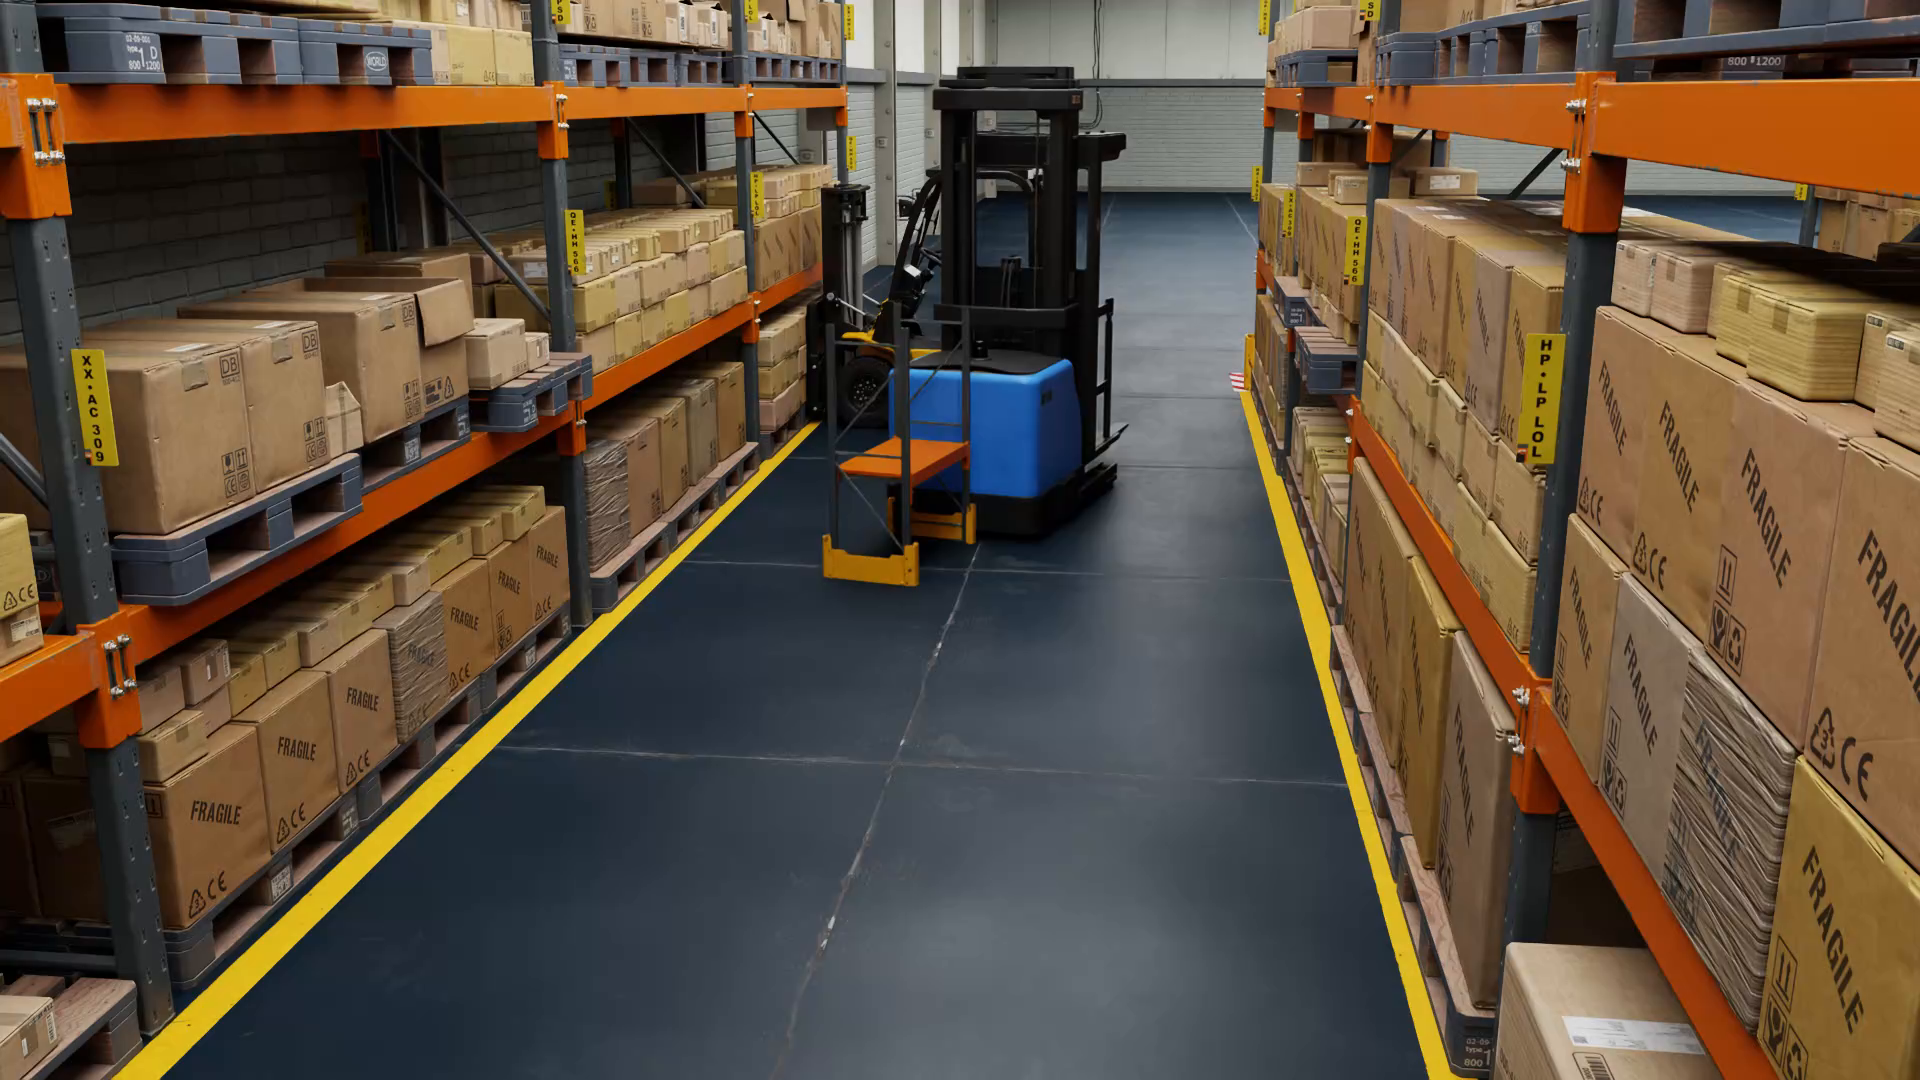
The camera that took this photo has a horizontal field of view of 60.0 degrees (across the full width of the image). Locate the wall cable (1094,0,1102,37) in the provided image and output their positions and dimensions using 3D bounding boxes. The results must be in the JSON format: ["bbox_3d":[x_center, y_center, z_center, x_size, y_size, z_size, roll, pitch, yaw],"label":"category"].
[{"bbox_3d":[5.158,-15.181,45.839,3.097,2.526,0.112,2,15,6],"label":"wall cable"}]

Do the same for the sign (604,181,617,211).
[{"bbox_3d":[-2.590,-2.509,12.383,0.100,0.325,0.005,2,15,6],"label":"sign"}]

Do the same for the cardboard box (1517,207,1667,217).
[{"bbox_3d":[2.594,-1.110,6.913,0.500,0.500,0.500,2,15,7],"label":"cardboard box"}]

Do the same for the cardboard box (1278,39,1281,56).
[{"bbox_3d":[2.924,-4.060,13.902,0.500,0.250,0.500,2,15,8],"label":"cardboard box"}]

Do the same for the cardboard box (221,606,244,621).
[{"bbox_3d":[-3.083,0.288,6.591,0.380,0.149,0.250,2,15,7],"label":"cardboard box"}]

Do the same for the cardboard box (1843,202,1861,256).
[{"bbox_3d":[8.238,-2.641,14.394,0.875,0.550,0.550,2,15,6],"label":"cardboard box"}]

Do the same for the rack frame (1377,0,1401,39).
[{"bbox_3d":[2.442,-3.750,7.290,1.000,3.000,0.127,2,15,6],"label":"rack frame"}]

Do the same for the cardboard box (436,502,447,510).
[{"bbox_3d":[-2.816,0.106,8.508,0.500,0.500,0.500,2,15,8],"label":"cardboard box"}]

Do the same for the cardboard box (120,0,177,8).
[{"bbox_3d":[-2.914,-1.891,5.647,0.380,0.149,0.250,1,15,5],"label":"cardboard box"}]

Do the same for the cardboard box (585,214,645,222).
[{"bbox_3d":[-2.403,-2.180,11.545,0.380,0.149,0.250,2,15,6],"label":"cardboard box"}]

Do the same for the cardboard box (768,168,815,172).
[{"bbox_3d":[-1.520,-3.284,15.056,0.380,0.149,0.250,2,15,7],"label":"cardboard box"}]

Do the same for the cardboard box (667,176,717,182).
[{"bbox_3d":[-2.201,-2.900,13.635,0.380,0.149,0.250,1,15,5],"label":"cardboard box"}]

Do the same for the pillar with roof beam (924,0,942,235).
[{"bbox_3d":[3.747,-10.358,31.727,9.100,9.000,0.400,2,15,6],"label":"pillar with roof beam"}]

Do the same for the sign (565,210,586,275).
[{"bbox_3d":[-1.950,-1.506,8.420,0.100,0.325,0.005,2,15,6],"label":"sign"}]

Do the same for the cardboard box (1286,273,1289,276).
[{"bbox_3d":[2.649,-1.927,12.525,0.380,0.149,0.250,2,15,8],"label":"cardboard box"}]

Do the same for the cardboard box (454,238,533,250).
[{"bbox_3d":[-2.688,-1.653,9.595,0.380,0.149,0.250,1,15,5],"label":"cardboard box"}]

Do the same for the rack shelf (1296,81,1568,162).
[{"bbox_3d":[2.668,-2.473,9.694,1.077,0.370,4.000,2,15,6],"label":"rack shelf"}]

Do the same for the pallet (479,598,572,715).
[{"bbox_3d":[-2.612,0.539,8.263,1.003,0.211,1.213,2,15,6],"label":"pallet"}]

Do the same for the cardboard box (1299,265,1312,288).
[{"bbox_3d":[2.481,-1.774,11.154,0.380,0.149,0.250,2,15,7],"label":"cardboard box"}]

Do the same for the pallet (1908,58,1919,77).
[{"bbox_3d":[8.067,-3.704,13.039,1.003,0.211,1.213,2,15,6],"label":"pallet"}]

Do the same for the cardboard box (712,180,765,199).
[{"bbox_3d":[-1.748,-2.752,13.090,0.380,0.149,0.250,1,15,5],"label":"cardboard box"}]

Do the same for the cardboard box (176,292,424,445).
[{"bbox_3d":[-2.517,-0.669,6.395,0.700,0.500,0.500,2,15,6],"label":"cardboard box"}]

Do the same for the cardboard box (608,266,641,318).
[{"bbox_3d":[-2.139,-1.406,9.444,0.500,0.250,0.500,2,15,8],"label":"cardboard box"}]

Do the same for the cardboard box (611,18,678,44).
[{"bbox_3d":[-1.948,-3.120,10.193,0.380,0.149,0.250,2,15,6],"label":"cardboard box"}]

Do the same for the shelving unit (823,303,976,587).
[{"bbox_3d":[-0.353,-0.606,10.030,0.587,1.500,1.083,5,16,19],"label":"shelving unit"}]

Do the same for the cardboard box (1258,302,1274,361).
[{"bbox_3d":[2.923,-1.823,14.685,0.500,0.500,0.500,1,15,4],"label":"cardboard box"}]

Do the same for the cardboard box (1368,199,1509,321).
[{"bbox_3d":[2.144,-1.264,7.484,0.500,0.500,0.500,1,15,4],"label":"cardboard box"}]

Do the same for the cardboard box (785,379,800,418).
[{"bbox_3d":[-1.613,-1.160,13.668,0.500,0.250,0.500,1,15,5],"label":"cardboard box"}]

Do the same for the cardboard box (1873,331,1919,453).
[{"bbox_3d":[1.507,-0.192,2.275,0.380,0.149,0.250,2,15,6],"label":"cardboard box"}]

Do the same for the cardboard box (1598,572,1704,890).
[{"bbox_3d":[1.617,0.380,3.320,0.500,0.500,0.500,2,15,7],"label":"cardboard box"}]

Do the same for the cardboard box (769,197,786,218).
[{"bbox_3d":[-1.610,-2.670,13.357,0.380,0.149,0.250,2,15,7],"label":"cardboard box"}]

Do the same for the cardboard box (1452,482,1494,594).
[{"bbox_3d":[1.850,0.000,5.203,0.500,0.250,0.500,1,15,5],"label":"cardboard box"}]

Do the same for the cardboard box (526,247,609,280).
[{"bbox_3d":[-2.132,-1.504,9.043,0.380,0.149,0.250,2,15,7],"label":"cardboard box"}]

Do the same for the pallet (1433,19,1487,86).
[{"bbox_3d":[2.299,-1.752,6.010,1.003,0.211,1.213,2,15,9],"label":"pallet"}]

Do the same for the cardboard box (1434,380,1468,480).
[{"bbox_3d":[1.901,-0.371,5.618,0.500,0.250,0.500,2,15,8],"label":"cardboard box"}]

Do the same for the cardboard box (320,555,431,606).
[{"bbox_3d":[-2.471,0.170,7.027,0.380,0.149,0.250,1,15,4],"label":"cardboard box"}]

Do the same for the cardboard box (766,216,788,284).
[{"bbox_3d":[-1.687,-2.328,13.333,0.500,0.500,0.500,2,15,7],"label":"cardboard box"}]

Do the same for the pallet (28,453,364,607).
[{"bbox_3d":[-2.743,-0.073,5.554,1.003,0.211,1.213,2,15,6],"label":"pallet"}]

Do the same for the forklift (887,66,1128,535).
[{"bbox_3d":[0.505,-1.788,11.661,1.130,2.935,3.031,5,16,19],"label":"forklift"}]

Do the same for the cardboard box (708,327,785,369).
[{"bbox_3d":[-1.672,-1.511,13.051,0.500,0.250,0.500,1,15,5],"label":"cardboard box"}]

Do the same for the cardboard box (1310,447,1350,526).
[{"bbox_3d":[2.683,-0.323,10.338,0.950,0.372,0.625,2,15,8],"label":"cardboard box"}]

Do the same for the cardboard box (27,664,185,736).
[{"bbox_3d":[-2.697,0.498,5.244,0.380,0.149,0.250,1,15,5],"label":"cardboard box"}]

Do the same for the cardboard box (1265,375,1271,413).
[{"bbox_3d":[2.806,-1.198,13.810,0.500,0.250,0.500,2,15,7],"label":"cardboard box"}]

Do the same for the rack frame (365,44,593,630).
[{"bbox_3d":[-2.490,-0.999,8.611,1.000,3.000,0.127,2,15,6],"label":"rack frame"}]

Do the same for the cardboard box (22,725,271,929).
[{"bbox_3d":[-2.663,0.923,5.485,0.500,0.500,0.500,2,15,9],"label":"cardboard box"}]

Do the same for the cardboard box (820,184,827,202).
[{"bbox_3d":[-1.437,-3.205,15.333,0.380,0.149,0.250,2,15,7],"label":"cardboard box"}]

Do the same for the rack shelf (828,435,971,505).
[{"bbox_3d":[-0.350,-0.435,10.085,0.538,0.185,1.000,5,16,19],"label":"rack shelf"}]

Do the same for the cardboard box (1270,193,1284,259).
[{"bbox_3d":[2.855,-2.607,13.796,0.500,0.500,0.500,1,15,5],"label":"cardboard box"}]

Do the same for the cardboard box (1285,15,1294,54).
[{"bbox_3d":[2.430,-3.330,10.967,0.500,0.250,0.500,1,15,5],"label":"cardboard box"}]

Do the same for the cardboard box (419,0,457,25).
[{"bbox_3d":[-2.379,-2.268,7.081,0.380,0.149,0.250,2,15,6],"label":"cardboard box"}]

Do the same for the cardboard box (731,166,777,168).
[{"bbox_3d":[-1.930,-3.431,15.600,0.380,0.149,0.250,2,15,8],"label":"cardboard box"}]

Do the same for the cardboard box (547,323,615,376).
[{"bbox_3d":[-2.197,-1.035,9.029,0.500,0.250,0.500,2,15,6],"label":"cardboard box"}]

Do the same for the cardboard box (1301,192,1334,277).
[{"bbox_3d":[2.431,-1.915,10.432,0.500,0.500,0.500,2,15,6],"label":"cardboard box"}]

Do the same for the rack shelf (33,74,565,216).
[{"bbox_3d":[-2.716,-1.581,6.395,1.077,0.370,4.000,2,15,6],"label":"rack shelf"}]

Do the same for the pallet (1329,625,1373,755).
[{"bbox_3d":[2.279,0.694,7.690,1.003,0.211,1.213,2,15,6],"label":"pallet"}]

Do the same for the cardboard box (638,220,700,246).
[{"bbox_3d":[-1.937,-2.035,11.008,0.380,0.149,0.250,1,15,5],"label":"cardboard box"}]

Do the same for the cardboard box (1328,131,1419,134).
[{"bbox_3d":[3.485,-3.198,14.066,0.700,0.500,0.500,2,15,6],"label":"cardboard box"}]

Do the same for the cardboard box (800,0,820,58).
[{"bbox_3d":[-1.610,-4.437,14.389,0.700,0.500,0.500,2,15,7],"label":"cardboard box"}]
